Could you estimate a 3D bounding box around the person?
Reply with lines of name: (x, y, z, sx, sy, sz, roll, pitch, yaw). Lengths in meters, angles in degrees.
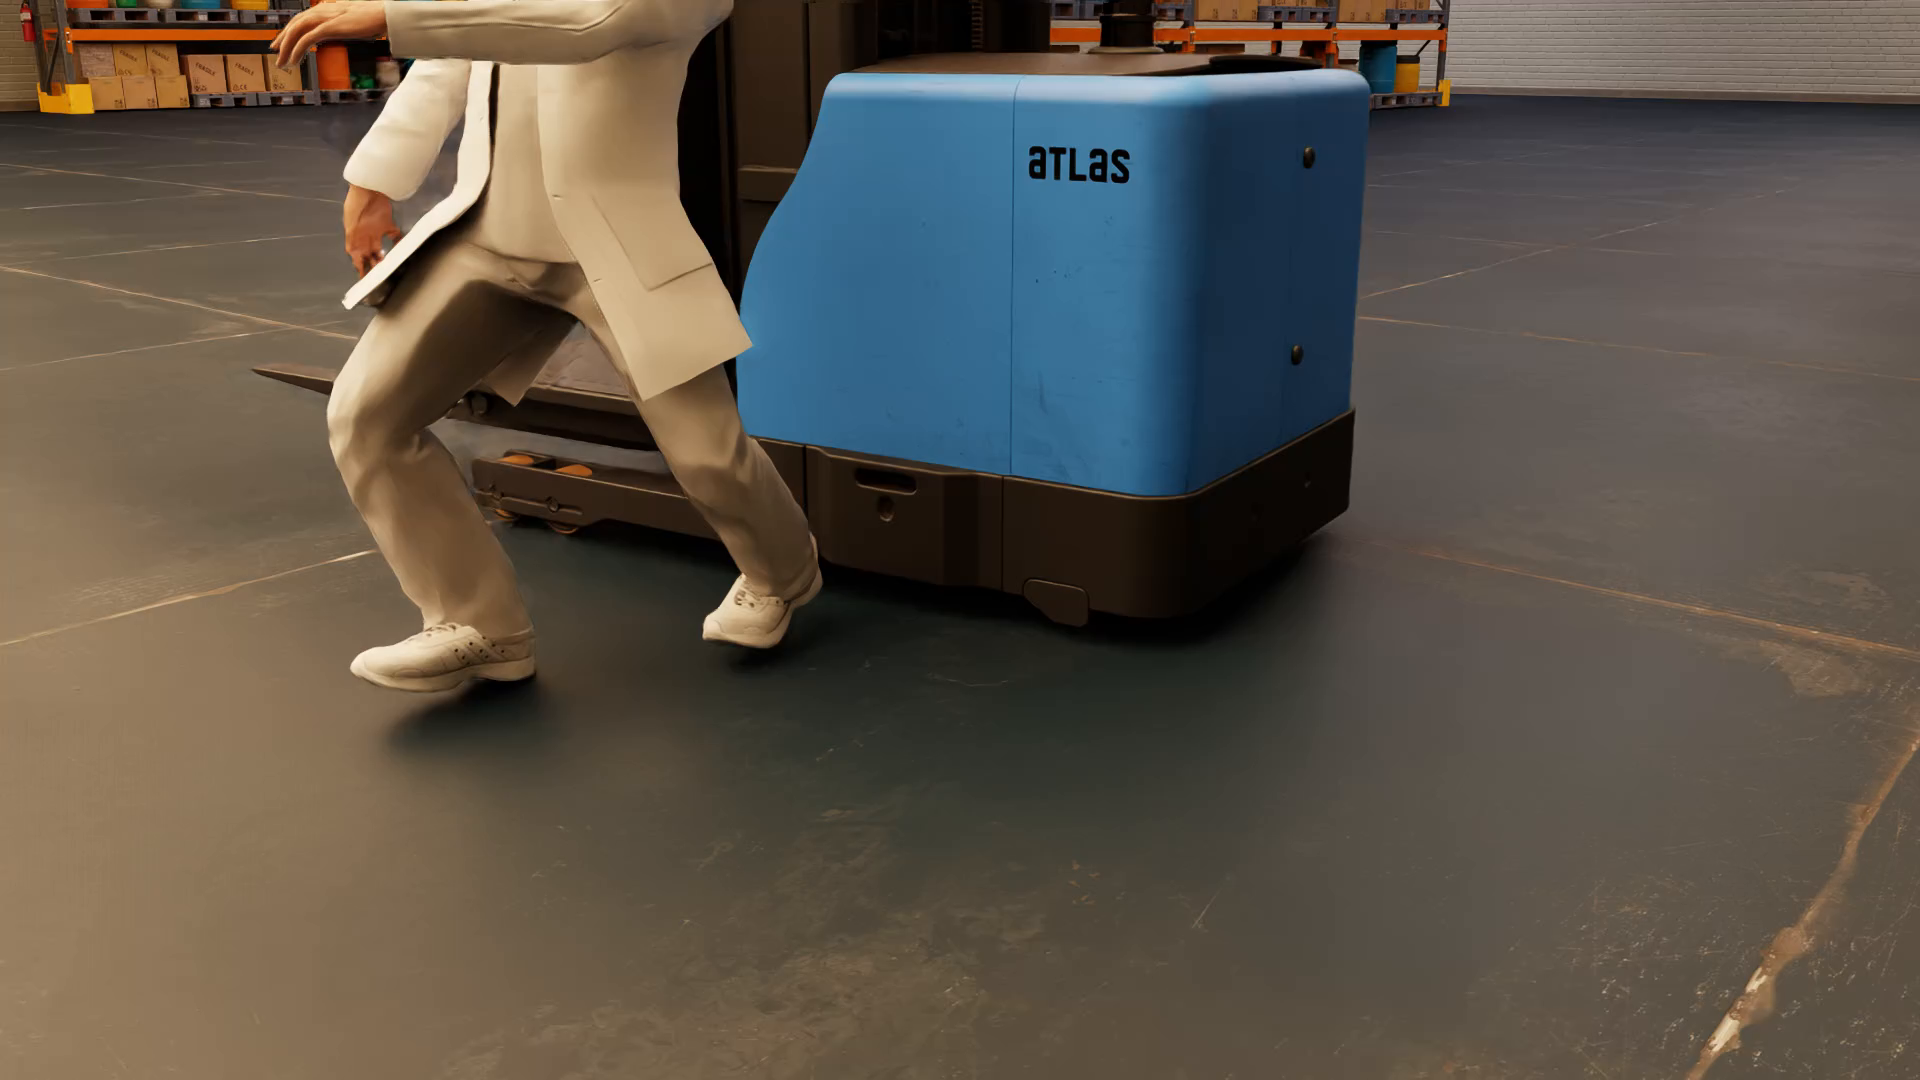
person: (-0.738, -0.534, 2.881, 0.822, 1.631, 0.911, 6, 18, 20)

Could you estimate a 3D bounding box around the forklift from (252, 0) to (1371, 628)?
forklift: (-0.594, -1.534, 3.948, 3.031, 2.935, 1.130, 10, 20, 31)
